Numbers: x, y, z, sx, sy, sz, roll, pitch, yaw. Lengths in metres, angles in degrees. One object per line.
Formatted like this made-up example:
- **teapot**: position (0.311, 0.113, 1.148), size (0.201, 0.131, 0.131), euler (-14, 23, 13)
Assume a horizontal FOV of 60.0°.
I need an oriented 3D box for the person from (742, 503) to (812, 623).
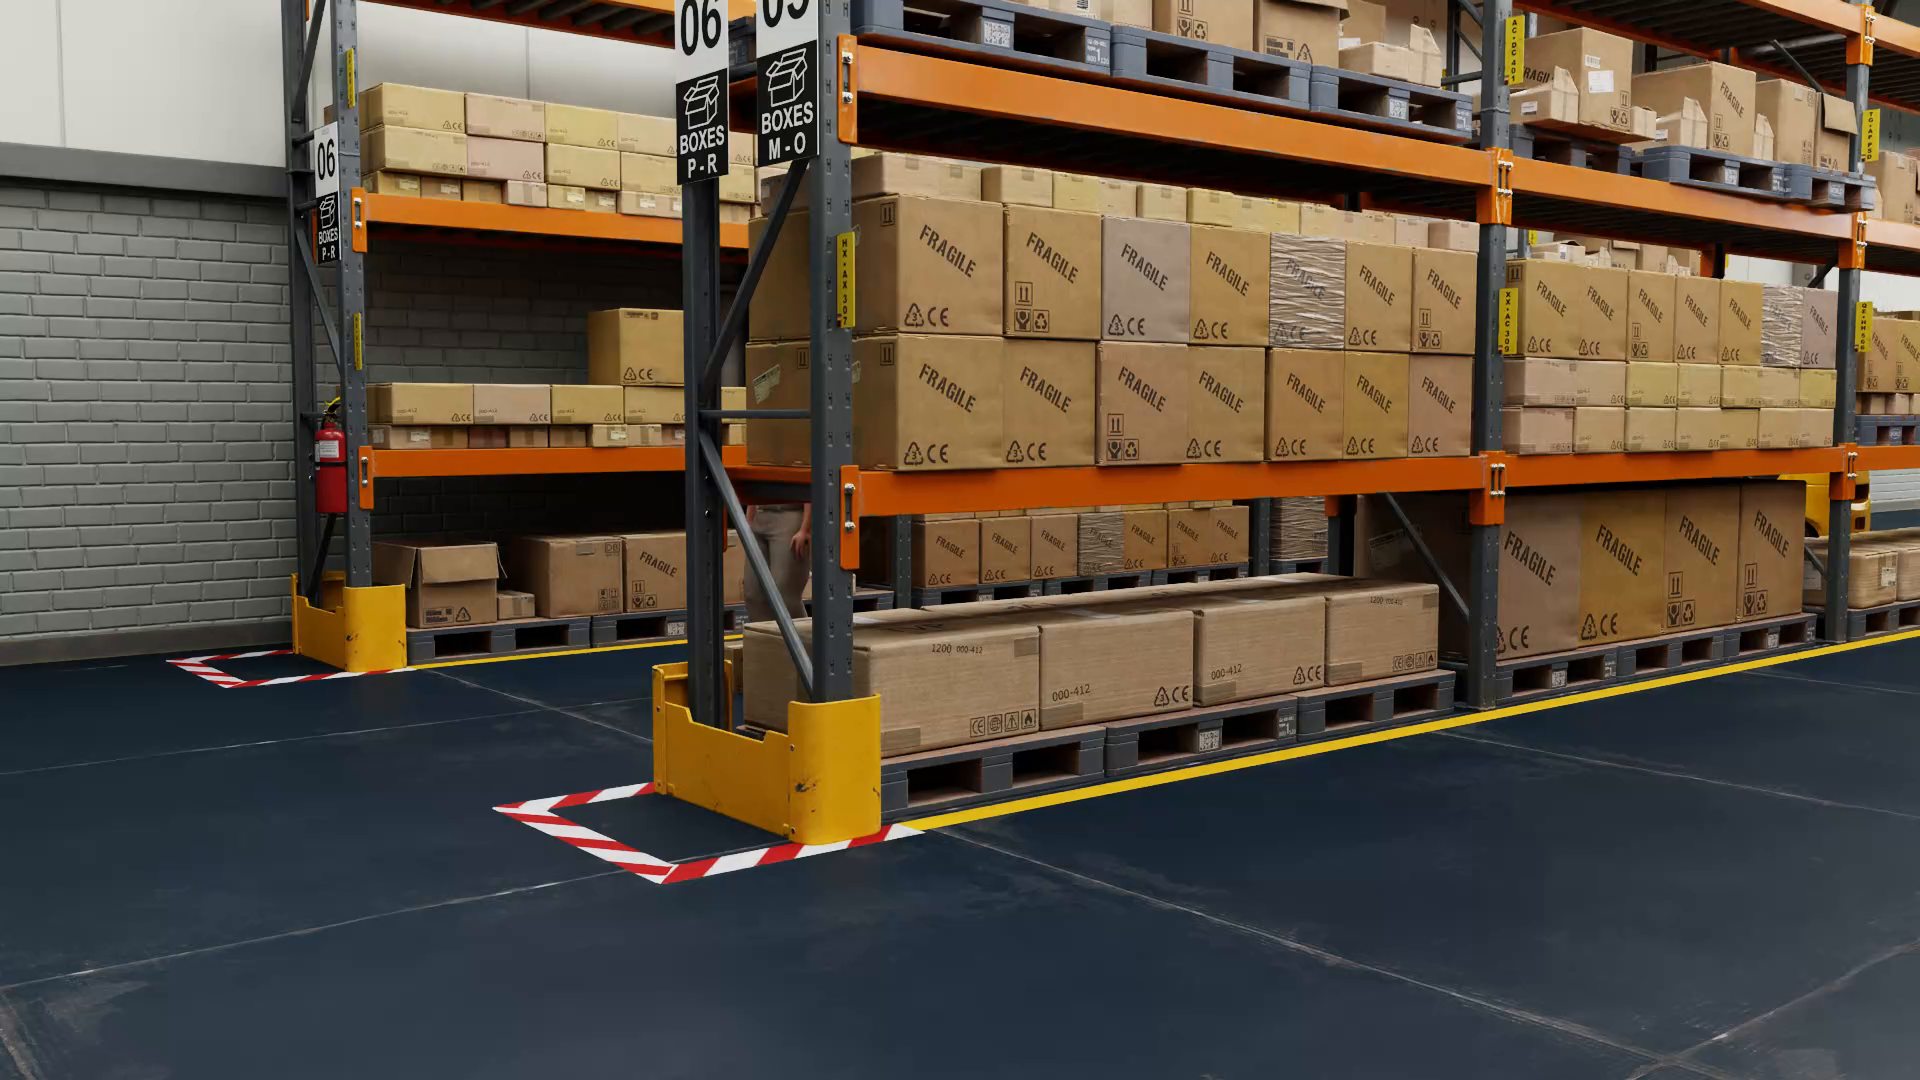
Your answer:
- **person**: position (-1.016, -0.052, 9.282), size (0.393, 1.726, 0.601), euler (-4, 6, -42)
